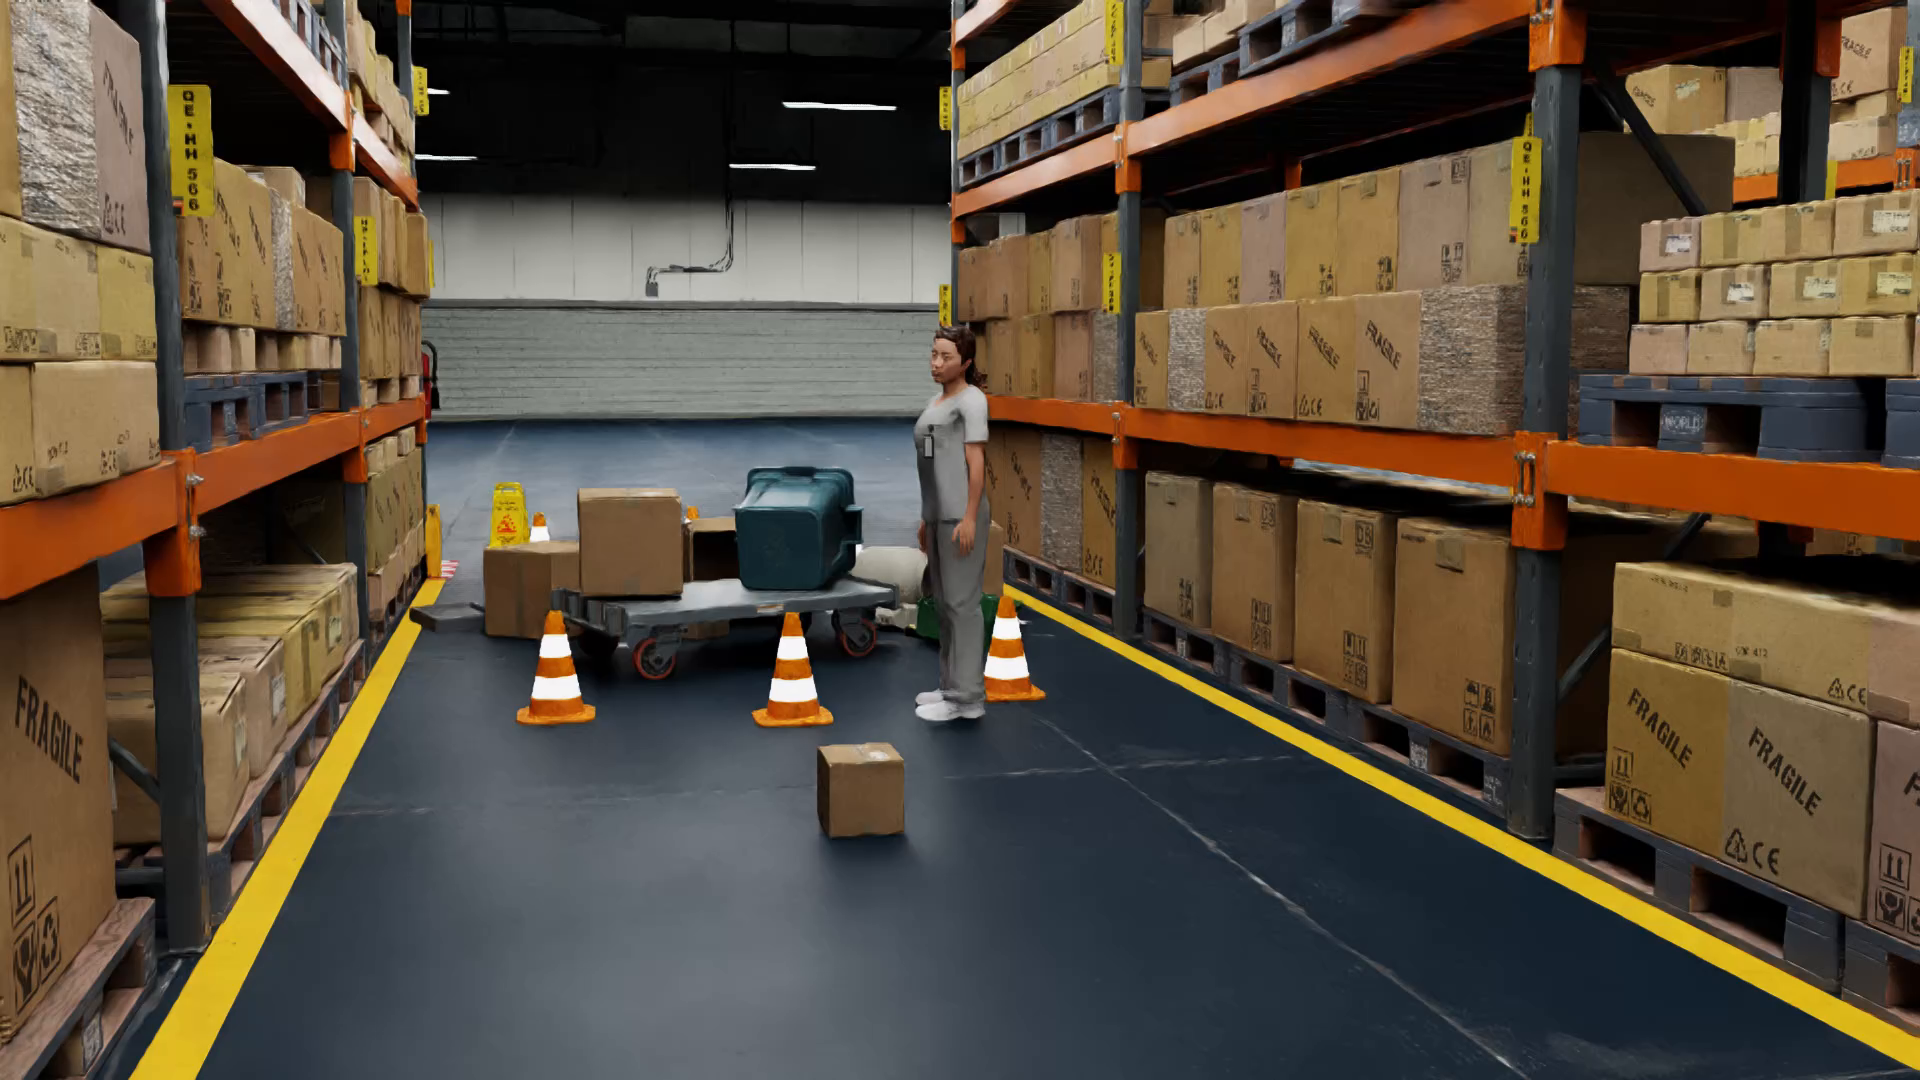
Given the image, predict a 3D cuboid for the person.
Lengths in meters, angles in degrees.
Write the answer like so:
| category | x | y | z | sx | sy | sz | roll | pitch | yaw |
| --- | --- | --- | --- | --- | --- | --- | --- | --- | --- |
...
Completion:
| category | x | y | z | sx | sy | sz | roll | pitch | yaw |
| --- | --- | --- | --- | --- | --- | --- | --- | --- | --- |
| person | -0.049 | -0.075 | 7.117 | 0.369 | 1.680 | 0.527 | -3 | 7 | -22 |
